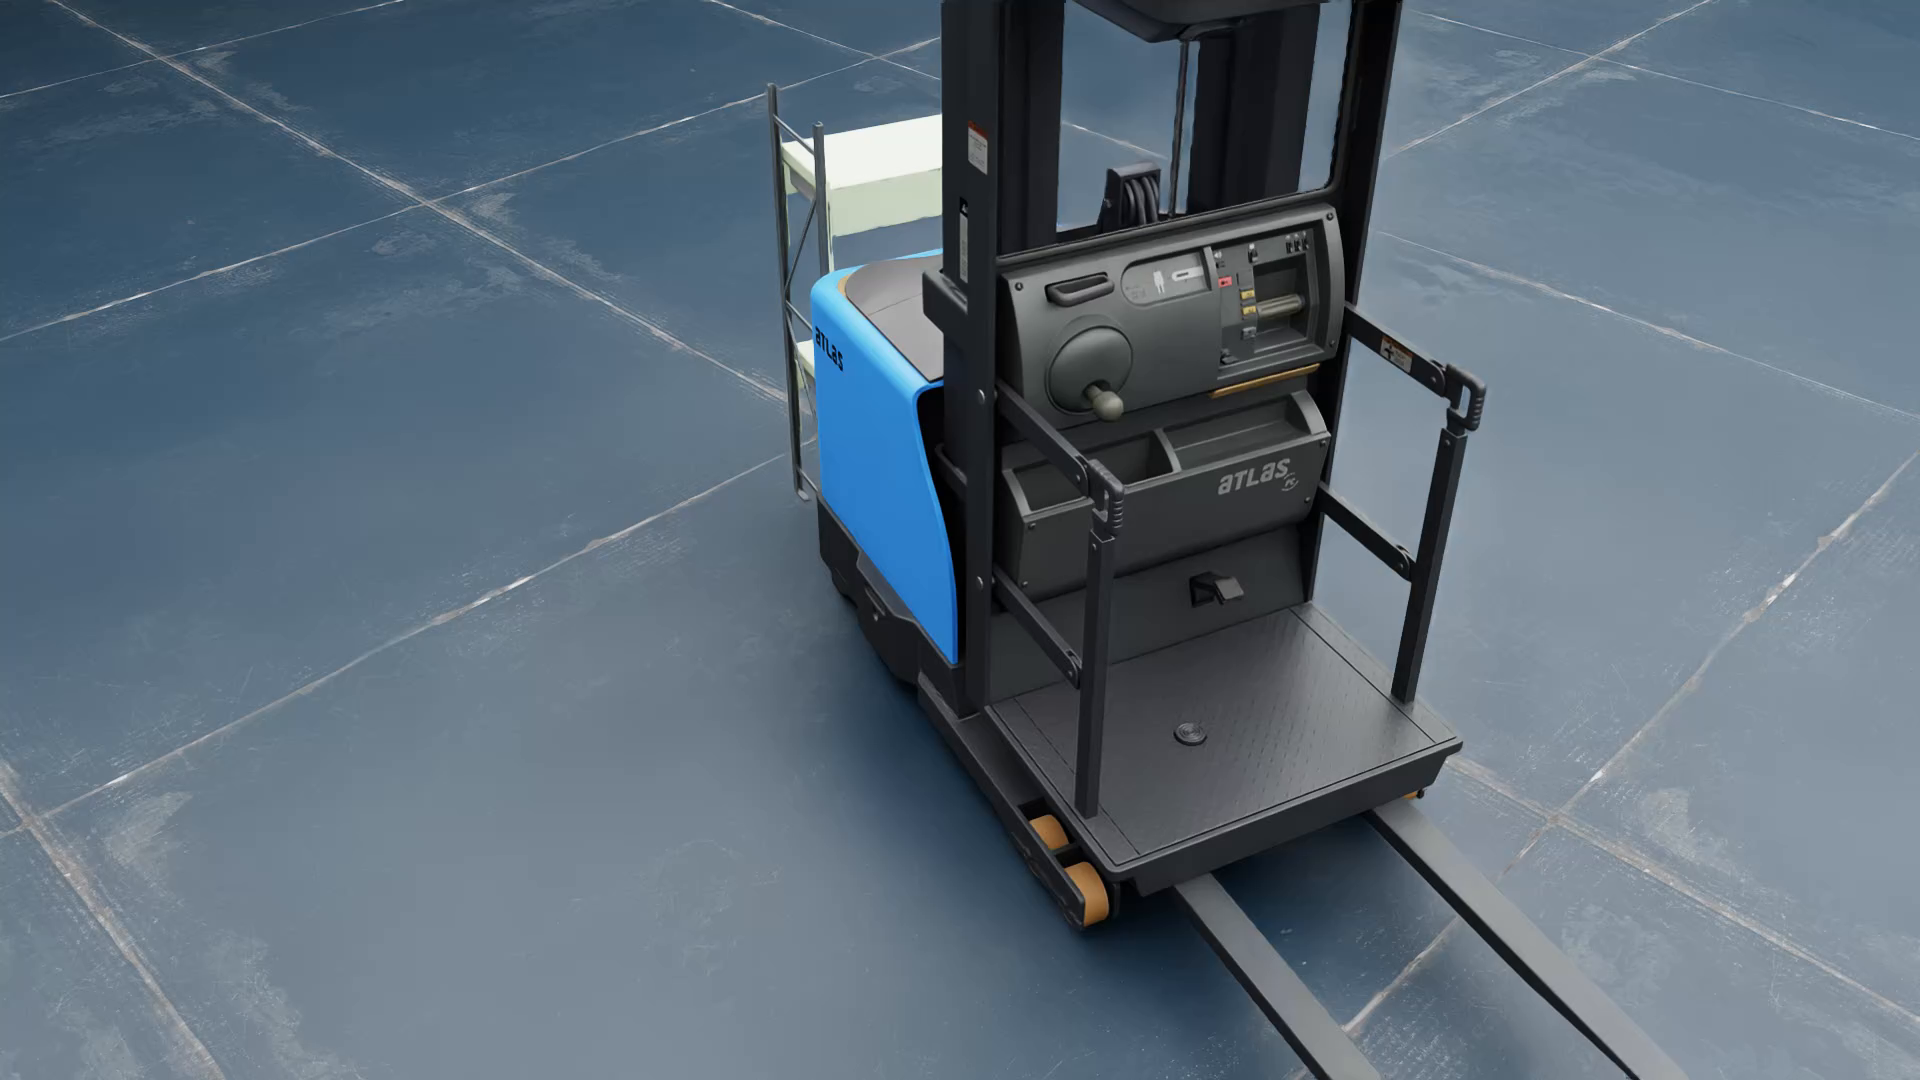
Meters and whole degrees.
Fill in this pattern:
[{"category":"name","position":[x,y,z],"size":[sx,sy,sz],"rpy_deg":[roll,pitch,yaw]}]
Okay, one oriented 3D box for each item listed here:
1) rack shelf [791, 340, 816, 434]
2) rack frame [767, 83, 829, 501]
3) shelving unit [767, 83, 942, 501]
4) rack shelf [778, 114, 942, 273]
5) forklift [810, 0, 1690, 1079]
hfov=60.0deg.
[{"category":"rack shelf","position":[-0.174,-0.527,5.764],"size":[0.720,0.370,0.431],"rpy_deg":[-16,38,-22]},{"category":"rack frame","position":[-0.500,-0.699,5.441],"size":[0.023,1.500,0.400],"rpy_deg":[-16,38,-22]},{"category":"shelving unit","position":[-0.174,-0.794,5.577],"size":[0.755,1.500,0.431],"rpy_deg":[-16,38,-22]},{"category":"rack shelf","position":[-0.174,-1.114,5.354],"size":[0.720,0.370,0.431],"rpy_deg":[-16,38,-22]},{"category":"forklift","position":[0.638,-0.491,3.892],"size":[1.130,2.935,3.031],"rpy_deg":[-16,38,-21]}]
